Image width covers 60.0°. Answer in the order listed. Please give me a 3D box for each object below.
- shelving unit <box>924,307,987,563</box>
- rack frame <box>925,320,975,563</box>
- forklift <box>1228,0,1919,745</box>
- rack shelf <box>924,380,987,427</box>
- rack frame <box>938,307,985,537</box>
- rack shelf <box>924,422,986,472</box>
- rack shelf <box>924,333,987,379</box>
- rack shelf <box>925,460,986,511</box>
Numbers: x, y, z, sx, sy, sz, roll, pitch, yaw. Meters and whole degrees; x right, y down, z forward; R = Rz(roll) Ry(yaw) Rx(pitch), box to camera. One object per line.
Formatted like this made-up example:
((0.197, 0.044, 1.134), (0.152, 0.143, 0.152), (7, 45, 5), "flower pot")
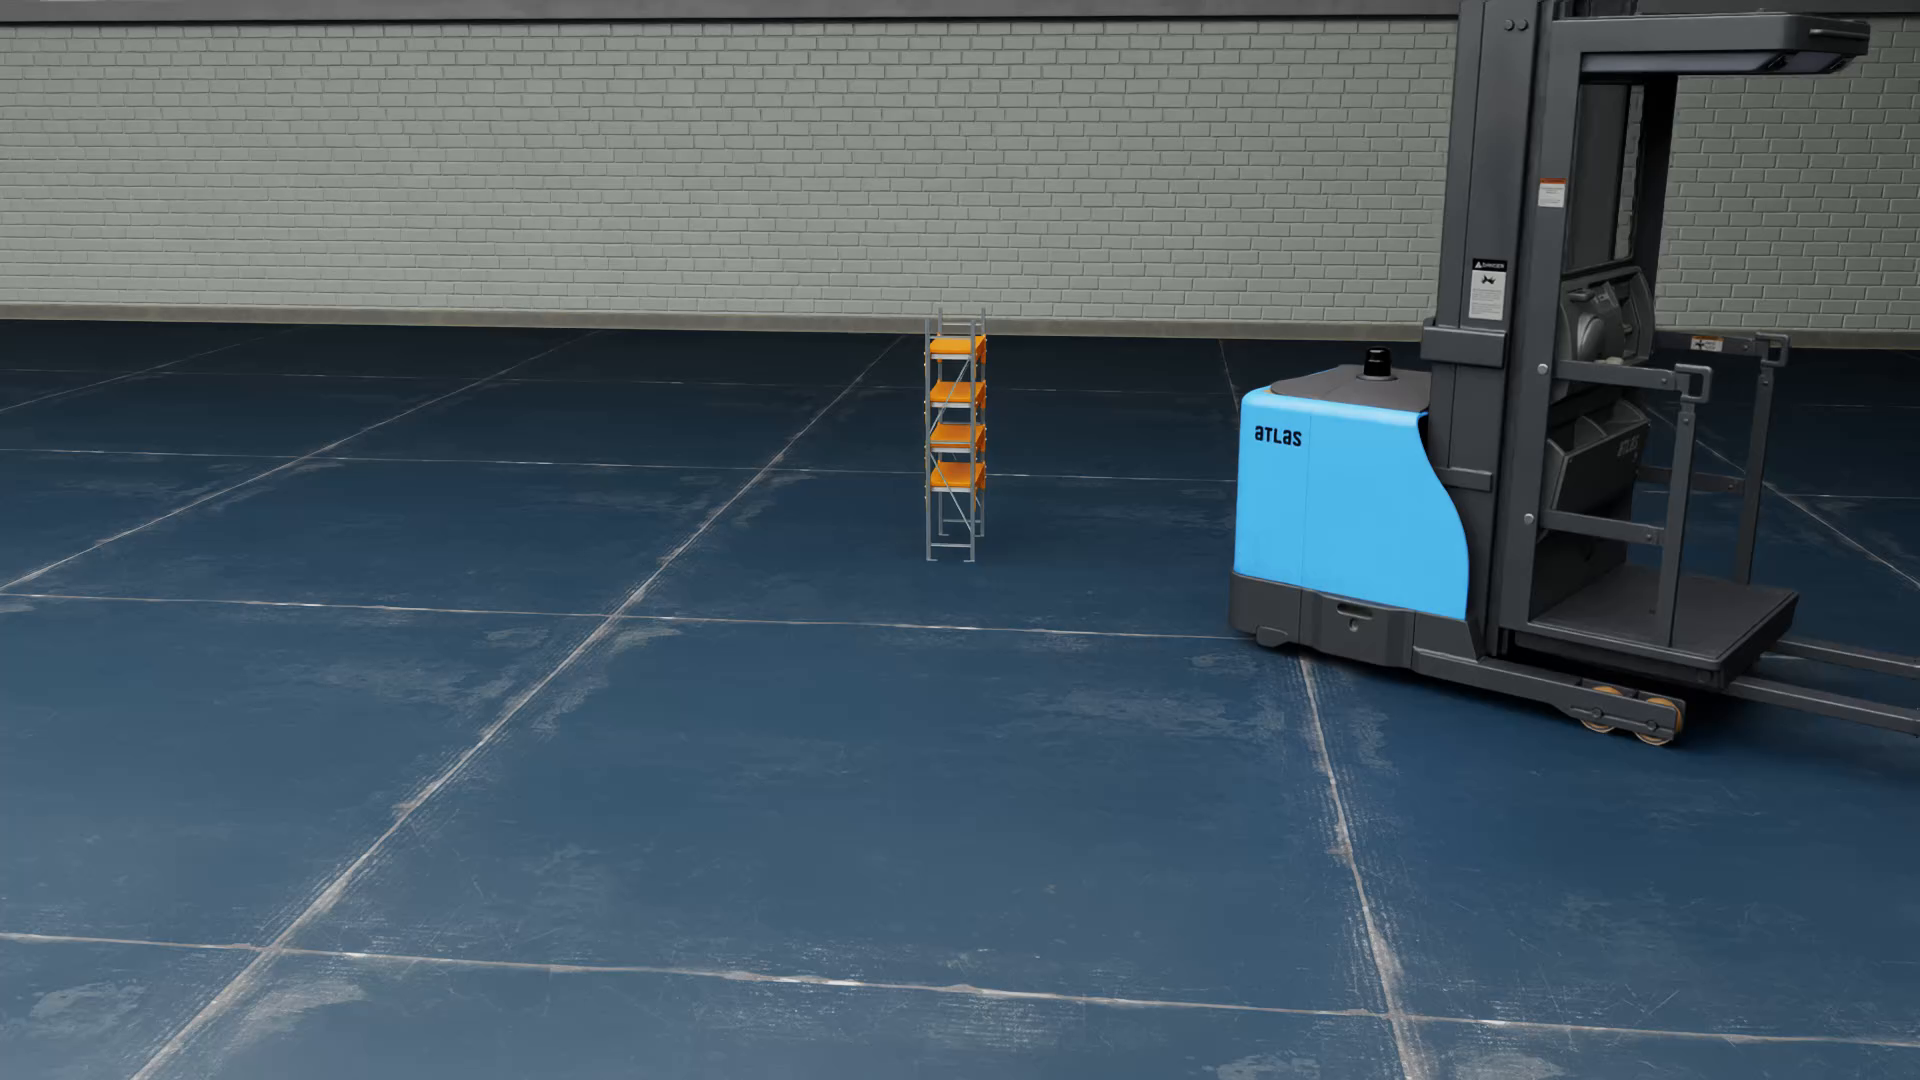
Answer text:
((-0.019, -0.536, 8.347), (0.258, 1.200, 0.503), (2, 15, 6), "shelving unit")
((-0.046, -0.473, 8.113), (0.240, 1.200, 0.015), (2, 15, 6), "rack frame")
((2.598, -0.837, 6.141), (3.031, 2.935, 1.130), (12, 19, 38), "forklift")
((-0.019, -0.687, 8.306), (0.258, 0.148, 0.480), (2, 15, 6), "rack shelf")
((0.009, -0.600, 8.581), (0.240, 1.200, 0.015), (2, 15, 6), "rack frame")
((-0.019, -0.471, 8.364), (0.258, 0.148, 0.480), (2, 15, 6), "rack shelf")
((-0.019, -0.916, 8.244), (0.258, 0.148, 0.480), (2, 15, 6), "rack shelf")
((-0.019, -0.280, 8.416), (0.258, 0.148, 0.480), (2, 15, 6), "rack shelf")
